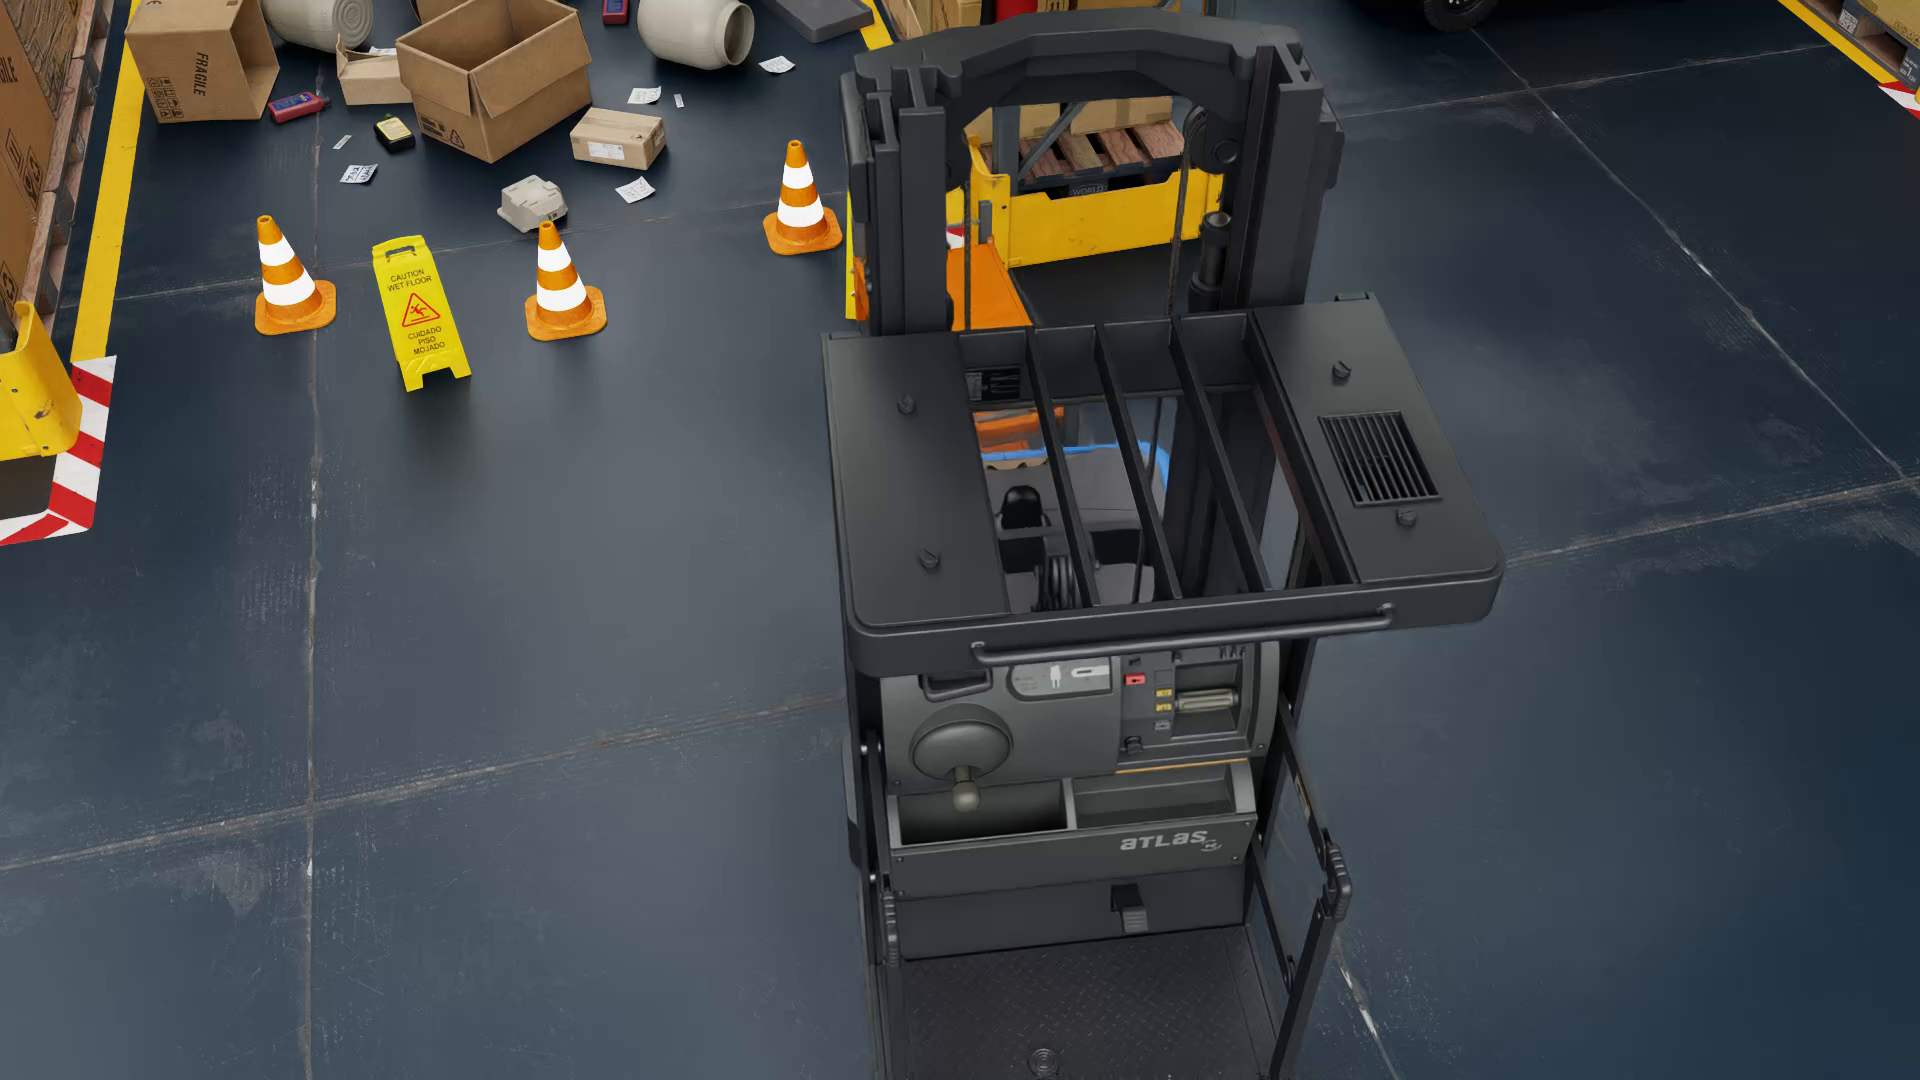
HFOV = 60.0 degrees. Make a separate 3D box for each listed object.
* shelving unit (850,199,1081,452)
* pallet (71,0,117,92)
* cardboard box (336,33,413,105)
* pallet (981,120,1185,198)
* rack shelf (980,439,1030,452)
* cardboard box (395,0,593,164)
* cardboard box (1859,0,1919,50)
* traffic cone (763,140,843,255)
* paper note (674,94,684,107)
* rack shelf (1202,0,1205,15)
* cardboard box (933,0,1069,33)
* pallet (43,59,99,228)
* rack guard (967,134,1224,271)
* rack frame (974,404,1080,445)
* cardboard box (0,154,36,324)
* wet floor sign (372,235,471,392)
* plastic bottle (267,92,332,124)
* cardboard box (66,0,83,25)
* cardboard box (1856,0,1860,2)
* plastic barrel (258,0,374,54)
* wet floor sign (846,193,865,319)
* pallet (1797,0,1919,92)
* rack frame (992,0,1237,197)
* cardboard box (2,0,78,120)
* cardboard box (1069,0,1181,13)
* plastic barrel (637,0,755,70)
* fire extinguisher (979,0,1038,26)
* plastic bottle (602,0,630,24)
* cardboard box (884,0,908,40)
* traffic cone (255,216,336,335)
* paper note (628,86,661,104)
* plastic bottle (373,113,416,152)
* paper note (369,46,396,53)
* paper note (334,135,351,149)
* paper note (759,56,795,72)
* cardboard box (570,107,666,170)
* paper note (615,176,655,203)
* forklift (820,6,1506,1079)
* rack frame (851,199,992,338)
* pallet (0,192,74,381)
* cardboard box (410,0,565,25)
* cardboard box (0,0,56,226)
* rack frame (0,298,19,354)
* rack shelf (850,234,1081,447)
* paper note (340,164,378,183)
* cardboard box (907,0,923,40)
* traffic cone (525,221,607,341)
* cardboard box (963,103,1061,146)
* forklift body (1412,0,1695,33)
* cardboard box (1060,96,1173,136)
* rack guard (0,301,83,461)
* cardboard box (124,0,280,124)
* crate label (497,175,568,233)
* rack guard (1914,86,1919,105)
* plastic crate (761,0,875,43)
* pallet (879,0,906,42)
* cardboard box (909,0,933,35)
[{"bbox_3d":[-0.002,-0.398,5.853,0.538,1.125,1.048,-11,47,-10],"label":"shelving unit"},{"bbox_3d":[-5.029,-2.678,8.726,1.003,0.211,1.213,-11,47,-10],"label":"pallet"},{"bbox_3d":[-2.928,-2.386,8.402,0.396,0.266,0.258,-3,46,-3],"label":"cardboard box"},{"bbox_3d":[0.442,-2.050,8.111,1.003,0.211,1.213,-11,47,-10],"label":"pallet"},{"bbox_3d":[-0.002,-0.227,6.027,0.538,0.278,1.000,-11,47,-10],"label":"rack shelf"},{"bbox_3d":[-2.262,-2.282,8.134,0.637,0.503,0.797,27,51,24],"label":"cardboard box"},{"bbox_3d":[5.007,-2.767,8.493,0.500,0.250,0.500,-10,46,-10],"label":"cardboard box"},{"bbox_3d":[-0.722,-1.579,7.474,0.336,0.463,0.334,-11,47,-10],"label":"traffic cone"},{"bbox_3d":[-1.424,-2.226,8.425,0.032,0.001,0.123,-11,47,-10],"label":"paper note"},{"bbox_3d":[0.123,-3.535,8.118,1.077,0.370,4.000,-11,47,-10],"label":"rack shelf"},{"bbox_3d":[0.178,-2.359,7.567,0.500,0.500,0.500,-10,46,-10],"label":"cardboard box"},{"bbox_3d":[-4.713,-1.834,7.899,1.003,0.211,1.213,-11,47,-10],"label":"pallet"},{"bbox_3d":[0.615,-1.584,7.452,1.175,0.500,0.348,-11,47,-10],"label":"rack guard"},{"bbox_3d":[0.128,-0.047,5.509,0.500,1.125,0.032,-11,47,-10],"label":"rack frame"},{"bbox_3d":[-4.362,-1.291,6.608,0.875,0.875,0.875,-10,47,-10],"label":"cardboard box"},{"bbox_3d":[-2.203,-0.949,6.729,0.267,0.644,0.232,-18,48,-17],"label":"wet floor sign"},{"bbox_3d":[-3.312,-2.182,8.345,0.283,0.061,0.133,-26,51,-24],"label":"plastic bottle"},{"bbox_3d":[-5.055,-3.149,8.430,0.875,0.875,0.875,-10,46,-10],"label":"cardboard box"},{"bbox_3d":[4.888,-3.113,8.831,0.500,0.250,0.500,-11,47,-10],"label":"cardboard box"},{"bbox_3d":[-3.375,-2.788,8.686,0.512,0.421,0.421,19,48,17],"label":"plastic barrel"},{"bbox_3d":[-0.351,-1.255,7.028,0.267,0.644,0.232,4,46,4],"label":"wet floor sign"},{"bbox_3d":[5.196,-2.861,8.906,1.003,0.211,1.213,-11,47,-10],"label":"pallet"},{"bbox_3d":[0.635,-2.406,6.508,1.000,3.000,0.127,-11,47,-10],"label":"rack frame"},{"bbox_3d":[-4.820,-2.528,7.820,0.875,0.875,0.875,-10,46,-10],"label":"cardboard box"},{"bbox_3d":[0.689,-2.477,7.683,0.500,0.500,0.500,-12,47,-12],"label":"cardboard box"},{"bbox_3d":[-1.357,-2.654,8.554,0.512,0.421,0.421,19,48,17],"label":"plastic barrel"},{"bbox_3d":[0.219,-2.216,6.375,0.296,0.674,0.183,-11,47,-10],"label":"fire extinguisher"},{"bbox_3d":[-1.872,-2.905,9.054,0.133,0.061,0.283,-3,46,-3],"label":"plastic bottle"},{"bbox_3d":[-0.096,-2.819,8.544,0.500,0.250,0.500,-12,47,-12],"label":"cardboard box"},{"bbox_3d":[-2.887,-1.170,7.072,0.336,0.463,0.334,-11,47,-10],"label":"traffic cone"},{"bbox_3d":[-1.604,-2.265,8.457,0.148,0.019,0.142,4,46,4],"label":"paper note"},{"bbox_3d":[-2.794,-2.009,8.176,0.133,0.061,0.283,-26,51,-24],"label":"plastic bottle"},{"bbox_3d":[-3.032,-2.548,8.731,0.172,0.023,0.155,4,46,4],"label":"paper note"},{"bbox_3d":[-3.030,-1.952,8.156,0.032,0.001,0.123,11,47,11],"label":"paper note"},{"bbox_3d":[-0.951,-2.478,8.658,0.142,0.019,0.148,-26,51,-24],"label":"paper note"},{"bbox_3d":[-1.653,-1.943,8.050,0.380,0.149,0.250,11,47,11],"label":"cardboard box"},{"bbox_3d":[-1.531,-1.656,7.851,0.148,0.019,0.142,-26,51,-24],"label":"paper note"},{"bbox_3d":[0.309,0.498,3.710,1.130,2.935,3.031,-5,46,-5],"label":"forklift"},{"bbox_3d":[-0.132,-0.749,6.197,0.500,1.125,0.032,-11,47,-10],"label":"rack frame"},{"bbox_3d":[-4.405,-0.993,7.075,1.003,0.211,1.213,-11,47,-10],"label":"pallet"},{"bbox_3d":[-2.509,-2.974,8.717,0.797,0.637,0.503,-11,47,-10],"label":"cardboard box"},{"bbox_3d":[-4.589,-1.898,7.203,0.875,0.875,0.875,-11,47,-11],"label":"cardboard box"},{"bbox_3d":[-4.124,-1.431,5.552,1.000,3.000,0.127,-11,47,-10],"label":"rack frame"},{"bbox_3d":[-0.002,-0.603,5.644,0.538,0.278,1.000,-11,47,-10],"label":"rack shelf"},{"bbox_3d":[-2.874,-1.756,7.950,0.144,0.017,0.142,4,46,4],"label":"paper note"},{"bbox_3d":[0.043,-2.459,8.190,0.500,0.250,0.500,-11,47,-10],"label":"cardboard box"},{"bbox_3d":[-1.708,-1.141,7.045,0.336,0.463,0.334,-11,47,-10],"label":"traffic cone"},{"bbox_3d":[0.162,-2.116,7.855,0.500,0.250,0.500,-11,47,-11],"label":"cardboard box"},{"bbox_3d":[3.183,-3.995,8.659,2.313,2.155,1.214,-11,47,-10],"label":"forklift body"},{"bbox_3d":[0.696,-2.198,7.935,0.500,0.250,0.500,-11,47,-11],"label":"cardboard box"},{"bbox_3d":[-4.118,-0.540,6.429,1.175,0.500,0.348,-11,47,-10],"label":"rack guard"},{"bbox_3d":[-3.759,-2.435,8.284,0.500,0.500,0.500,-3,46,-3],"label":"cardboard box"},{"bbox_3d":[-1.969,-1.559,7.682,0.250,0.136,0.298,-35,55,-30],"label":"crate label"},{"bbox_3d":[5.438,-2.425,8.276,1.175,0.500,0.348,-11,47,-10],"label":"rack guard"},{"bbox_3d":[-0.780,-2.912,9.048,0.402,0.080,0.583,-26,51,-24],"label":"plastic crate"},{"bbox_3d":[0.133,-2.891,8.935,1.003,0.211,1.213,-11,47,-10],"label":"pallet"},{"bbox_3d":[0.041,-2.718,7.920,0.500,0.500,0.500,-9,46,-9],"label":"cardboard box"}]
